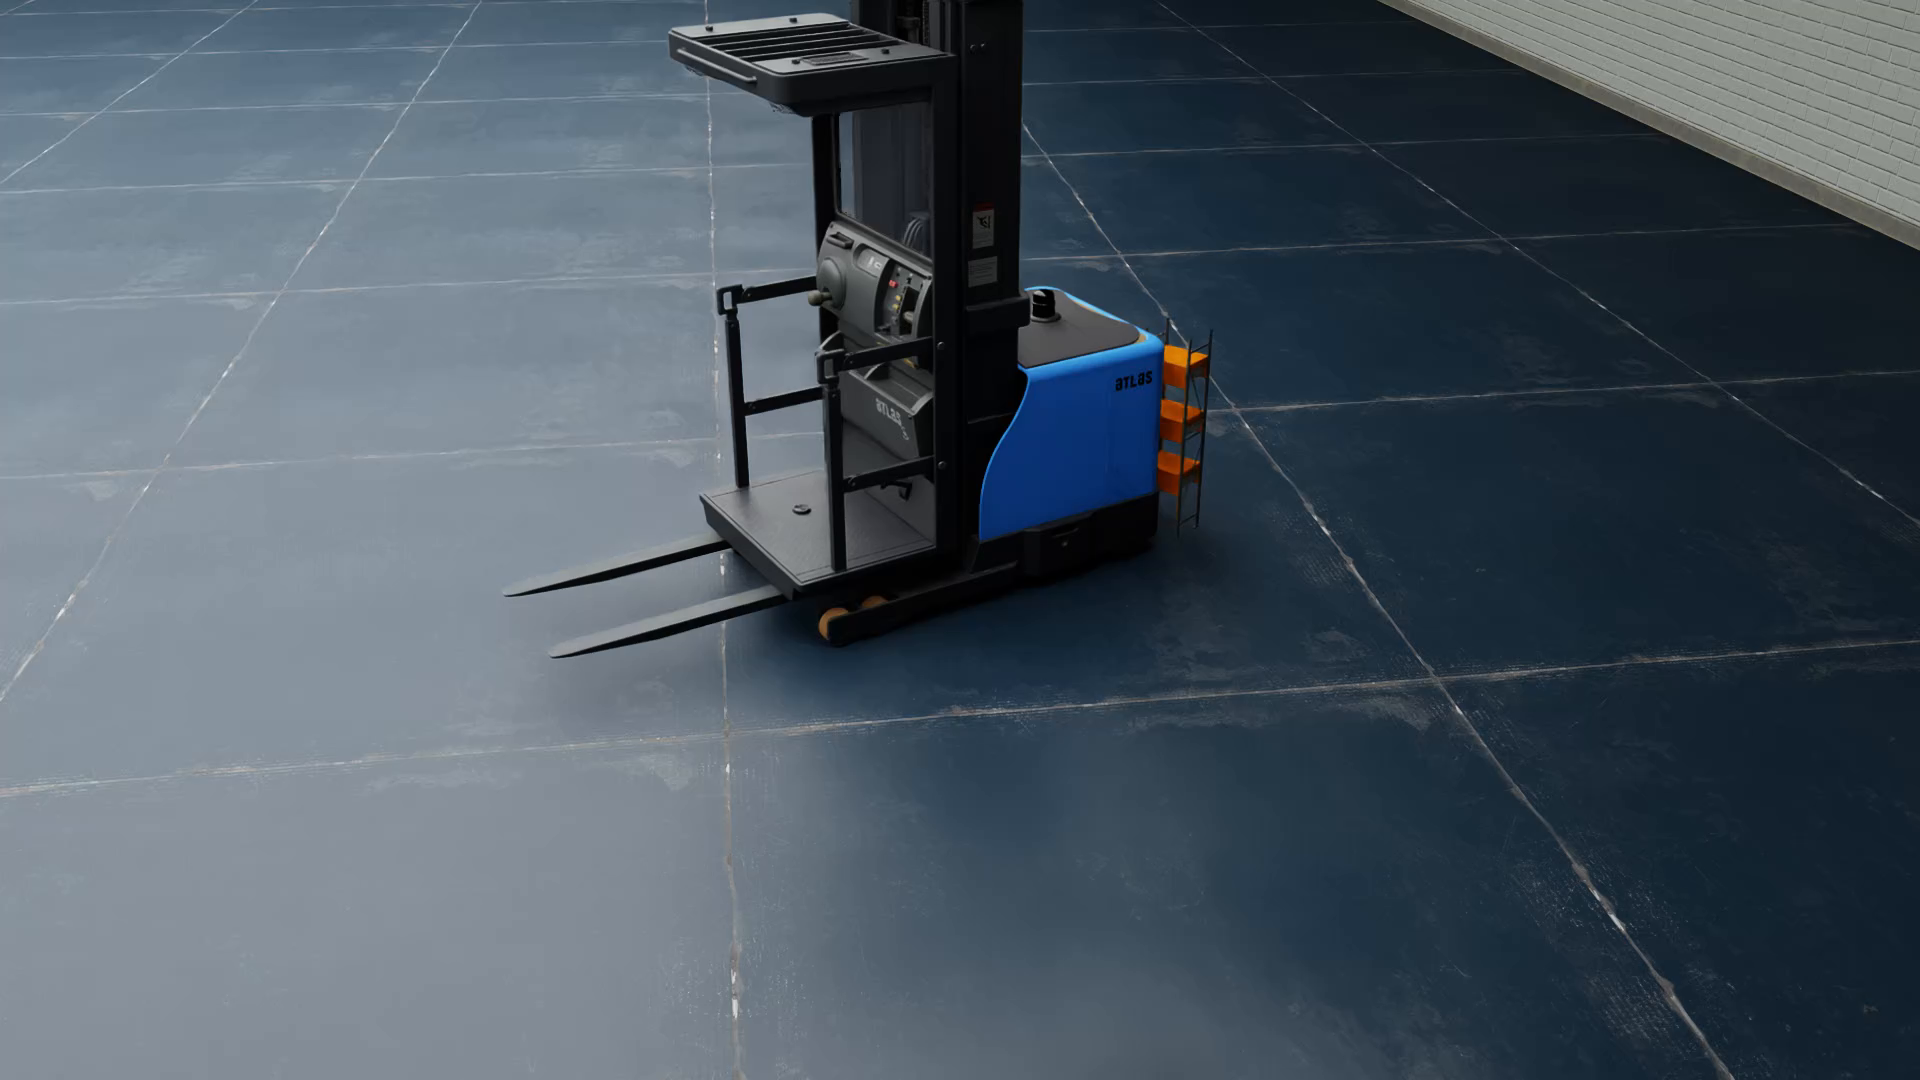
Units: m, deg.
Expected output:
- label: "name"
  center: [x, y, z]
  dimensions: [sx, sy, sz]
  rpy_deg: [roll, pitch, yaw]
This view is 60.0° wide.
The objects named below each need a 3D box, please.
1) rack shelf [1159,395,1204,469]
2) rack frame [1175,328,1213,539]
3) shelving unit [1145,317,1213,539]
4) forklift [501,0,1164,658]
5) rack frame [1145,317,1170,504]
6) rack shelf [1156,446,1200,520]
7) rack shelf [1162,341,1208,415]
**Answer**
- label: "rack shelf"
  center: [1.043, -0.532, 8.161]
  dimensions: [0.240, 0.259, 0.215]
  rpy_deg: [21, 34, 35]
- label: "rack frame"
  center: [1.137, -0.506, 8.087]
  dimensions: [0.008, 1.050, 0.200]
  rpy_deg: [21, 34, 35]
- label: "shelving unit"
  center: [1.043, -0.542, 8.156]
  dimensions: [0.252, 1.050, 0.215]
  rpy_deg: [21, 34, 35]
- label: "forklift"
  center: [-0.558, -1.114, 7.211]
  dimensions: [3.031, 2.935, 1.130]
  rpy_deg: [-16, 31, -28]
- label: "rack frame"
  center: [0.949, -0.577, 8.225]
  dimensions: [0.008, 1.050, 0.200]
  rpy_deg: [21, 34, 35]
- label: "rack shelf"
  center: [1.043, -0.285, 8.288]
  dimensions: [0.240, 0.259, 0.215]
  rpy_deg: [21, 34, 35]
- label: "rack shelf"
  center: [1.043, -0.785, 8.031]
  dimensions: [0.240, 0.259, 0.215]
  rpy_deg: [21, 34, 35]
